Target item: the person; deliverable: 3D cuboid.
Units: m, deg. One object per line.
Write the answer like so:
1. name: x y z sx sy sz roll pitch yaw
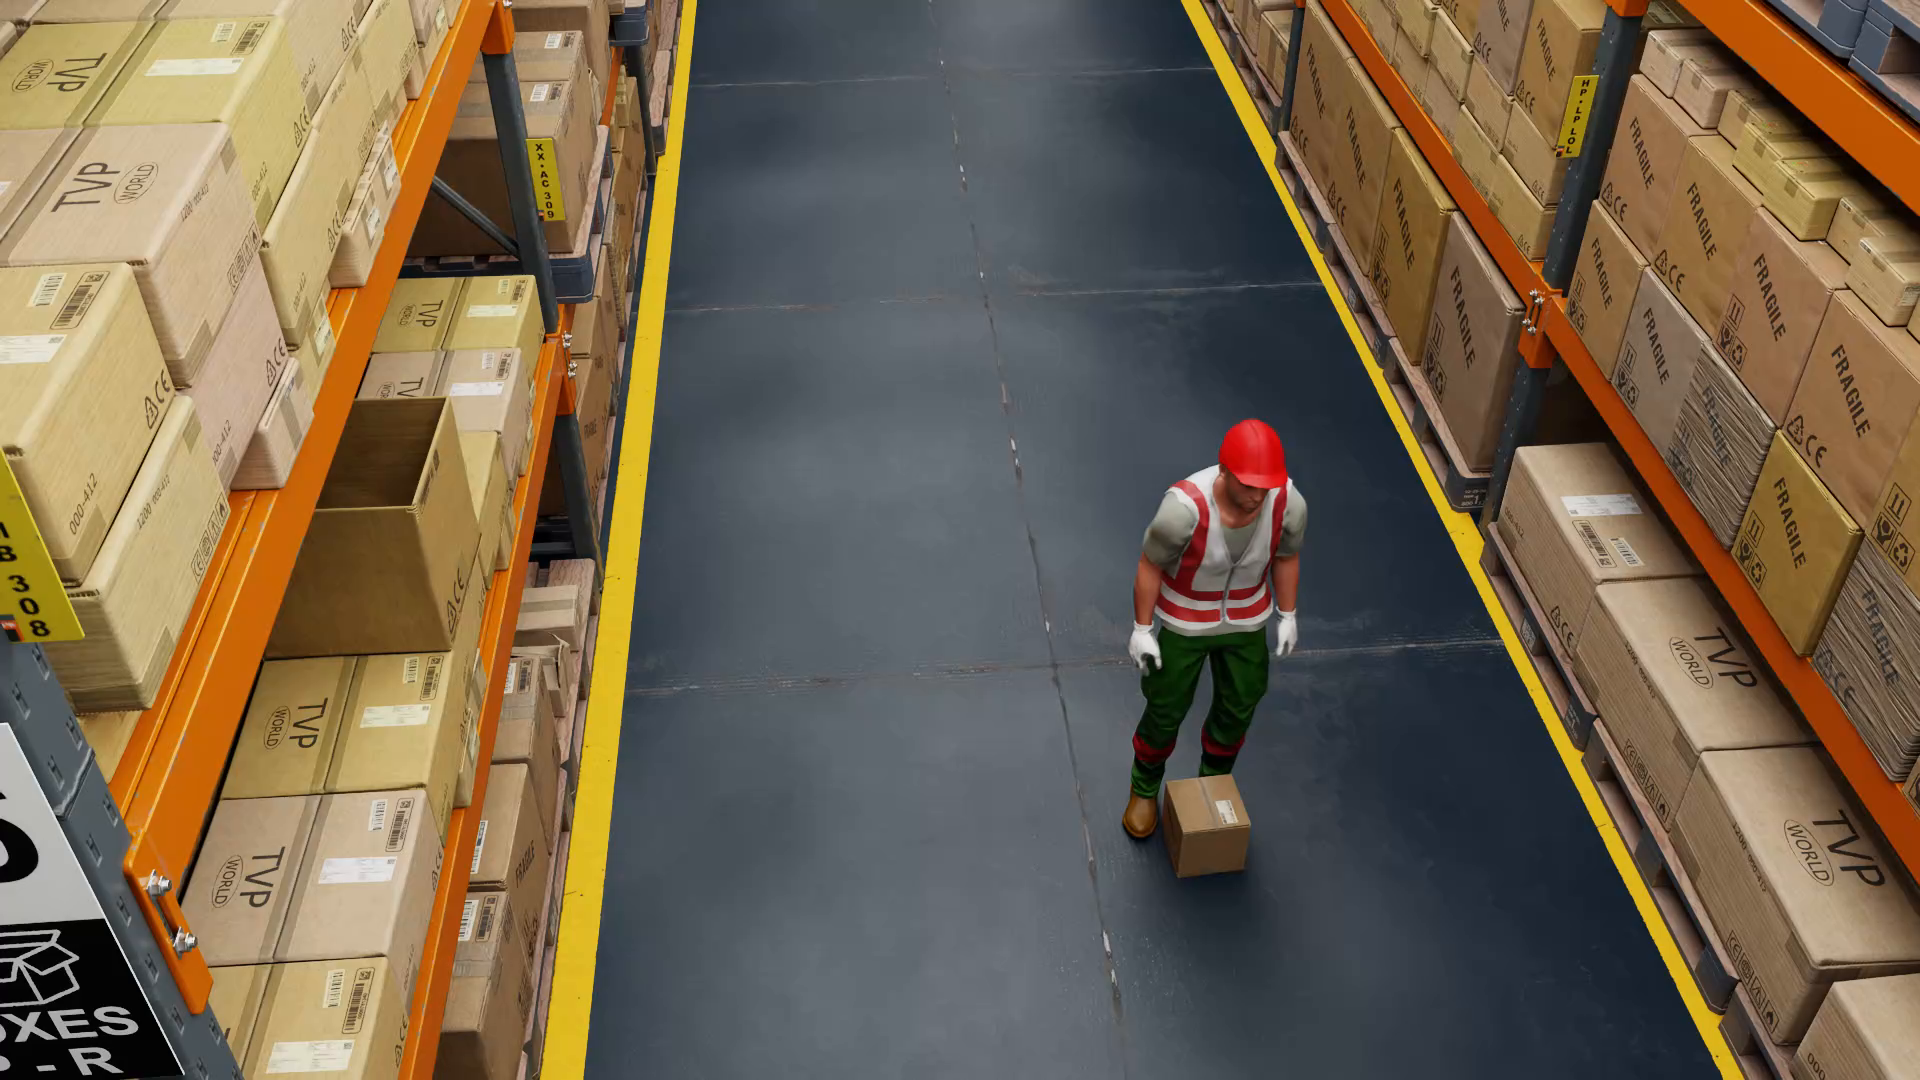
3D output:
1. person: 0.864 0.309 5.757 0.601 1.780 0.448 -3 39 -4
